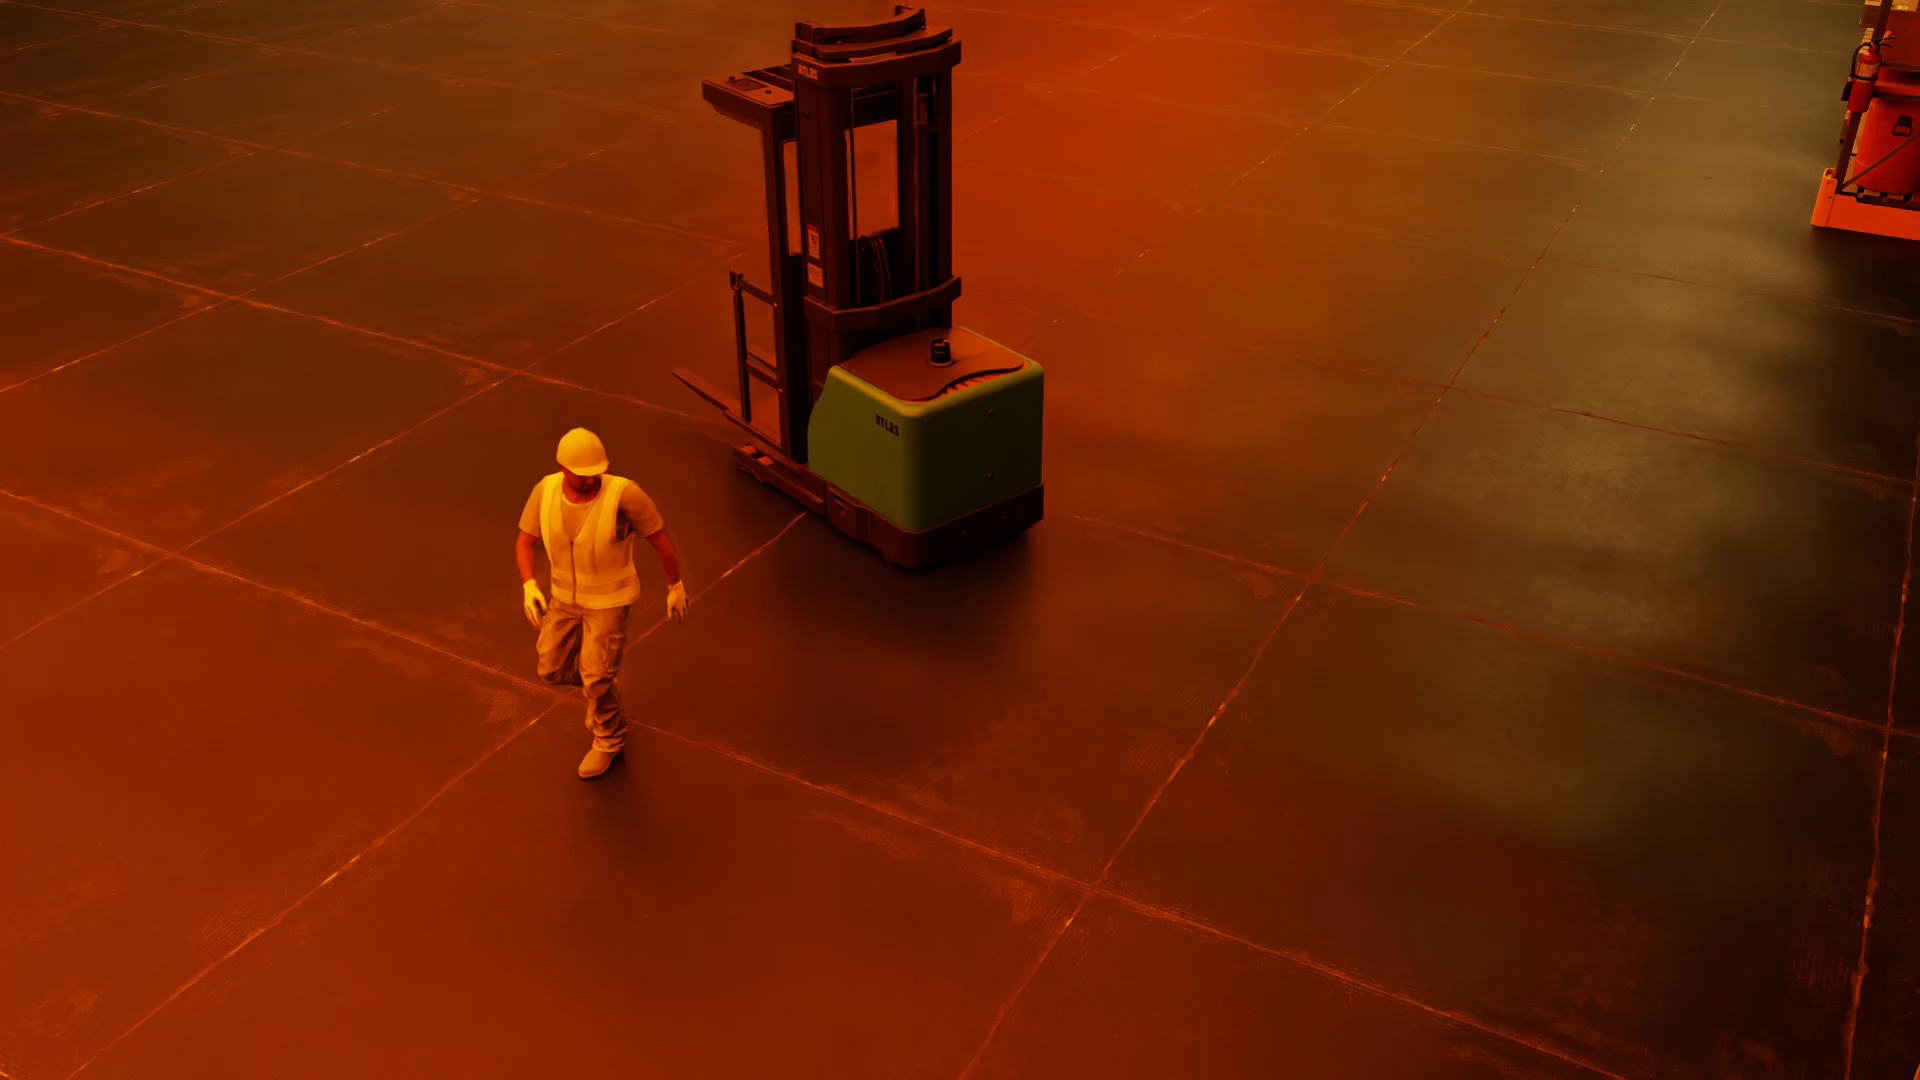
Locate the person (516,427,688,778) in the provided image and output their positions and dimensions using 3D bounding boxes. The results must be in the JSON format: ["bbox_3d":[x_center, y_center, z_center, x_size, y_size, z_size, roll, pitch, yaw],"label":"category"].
[{"bbox_3d":[-1.706,0.284,7.783,0.747,1.731,0.583,13,32,21],"label":"person"}]

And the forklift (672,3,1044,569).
[{"bbox_3d":[-0.808,-1.774,10.145,1.130,2.935,3.031,-22,36,-33],"label":"forklift"}]
